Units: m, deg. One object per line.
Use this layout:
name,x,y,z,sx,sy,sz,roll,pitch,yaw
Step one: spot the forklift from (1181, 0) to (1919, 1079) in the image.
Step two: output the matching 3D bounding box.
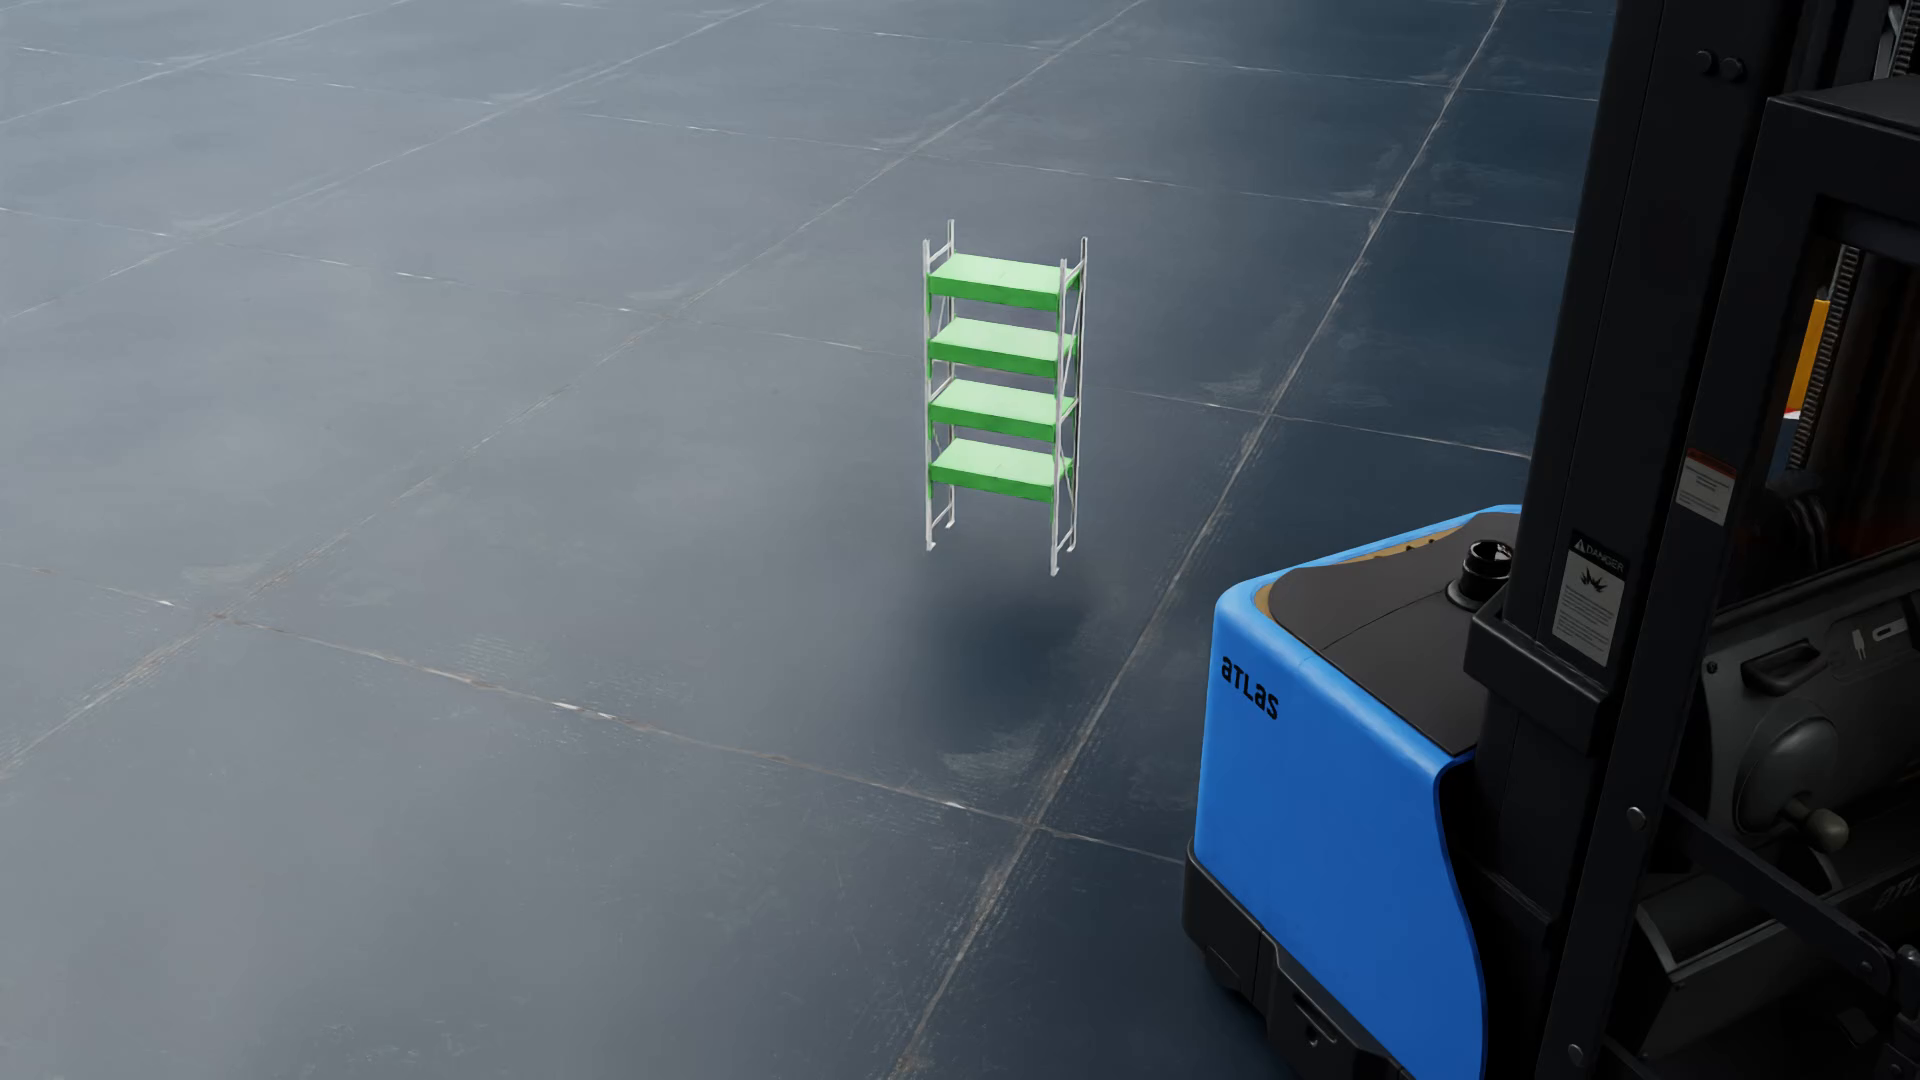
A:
forklift,1.718,0.298,2.744,1.130,2.935,3.031,-15,33,-24

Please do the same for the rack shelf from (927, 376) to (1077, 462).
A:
rack shelf,0.153,-0.436,5.932,0.480,0.148,0.258,11,31,19

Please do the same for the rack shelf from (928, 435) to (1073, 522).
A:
rack shelf,0.153,-0.227,6.050,0.480,0.148,0.258,11,31,19

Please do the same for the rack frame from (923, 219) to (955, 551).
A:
rack frame,-0.073,-0.537,5.980,0.015,1.200,0.240,11,31,19

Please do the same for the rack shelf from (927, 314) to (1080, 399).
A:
rack shelf,0.153,-0.645,5.814,0.480,0.148,0.258,11,31,19

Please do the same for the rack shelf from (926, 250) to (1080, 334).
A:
rack shelf,0.153,-0.854,5.696,0.480,0.148,0.258,11,31,19

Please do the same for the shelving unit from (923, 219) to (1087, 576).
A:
shelving unit,0.153,-0.492,5.901,0.503,1.200,0.258,11,31,19

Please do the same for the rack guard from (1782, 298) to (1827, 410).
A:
rack guard,3.923,-1.044,7.589,0.348,0.500,1.175,11,31,19

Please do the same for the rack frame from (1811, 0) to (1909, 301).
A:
rack frame,3.946,-2.128,6.966,0.127,3.000,1.000,11,31,19

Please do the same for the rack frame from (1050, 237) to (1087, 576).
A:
rack frame,0.379,-0.447,5.821,0.015,1.200,0.240,11,31,19

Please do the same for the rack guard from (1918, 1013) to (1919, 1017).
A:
rack guard,2.249,1.250,3.530,0.348,0.500,1.175,11,31,19
